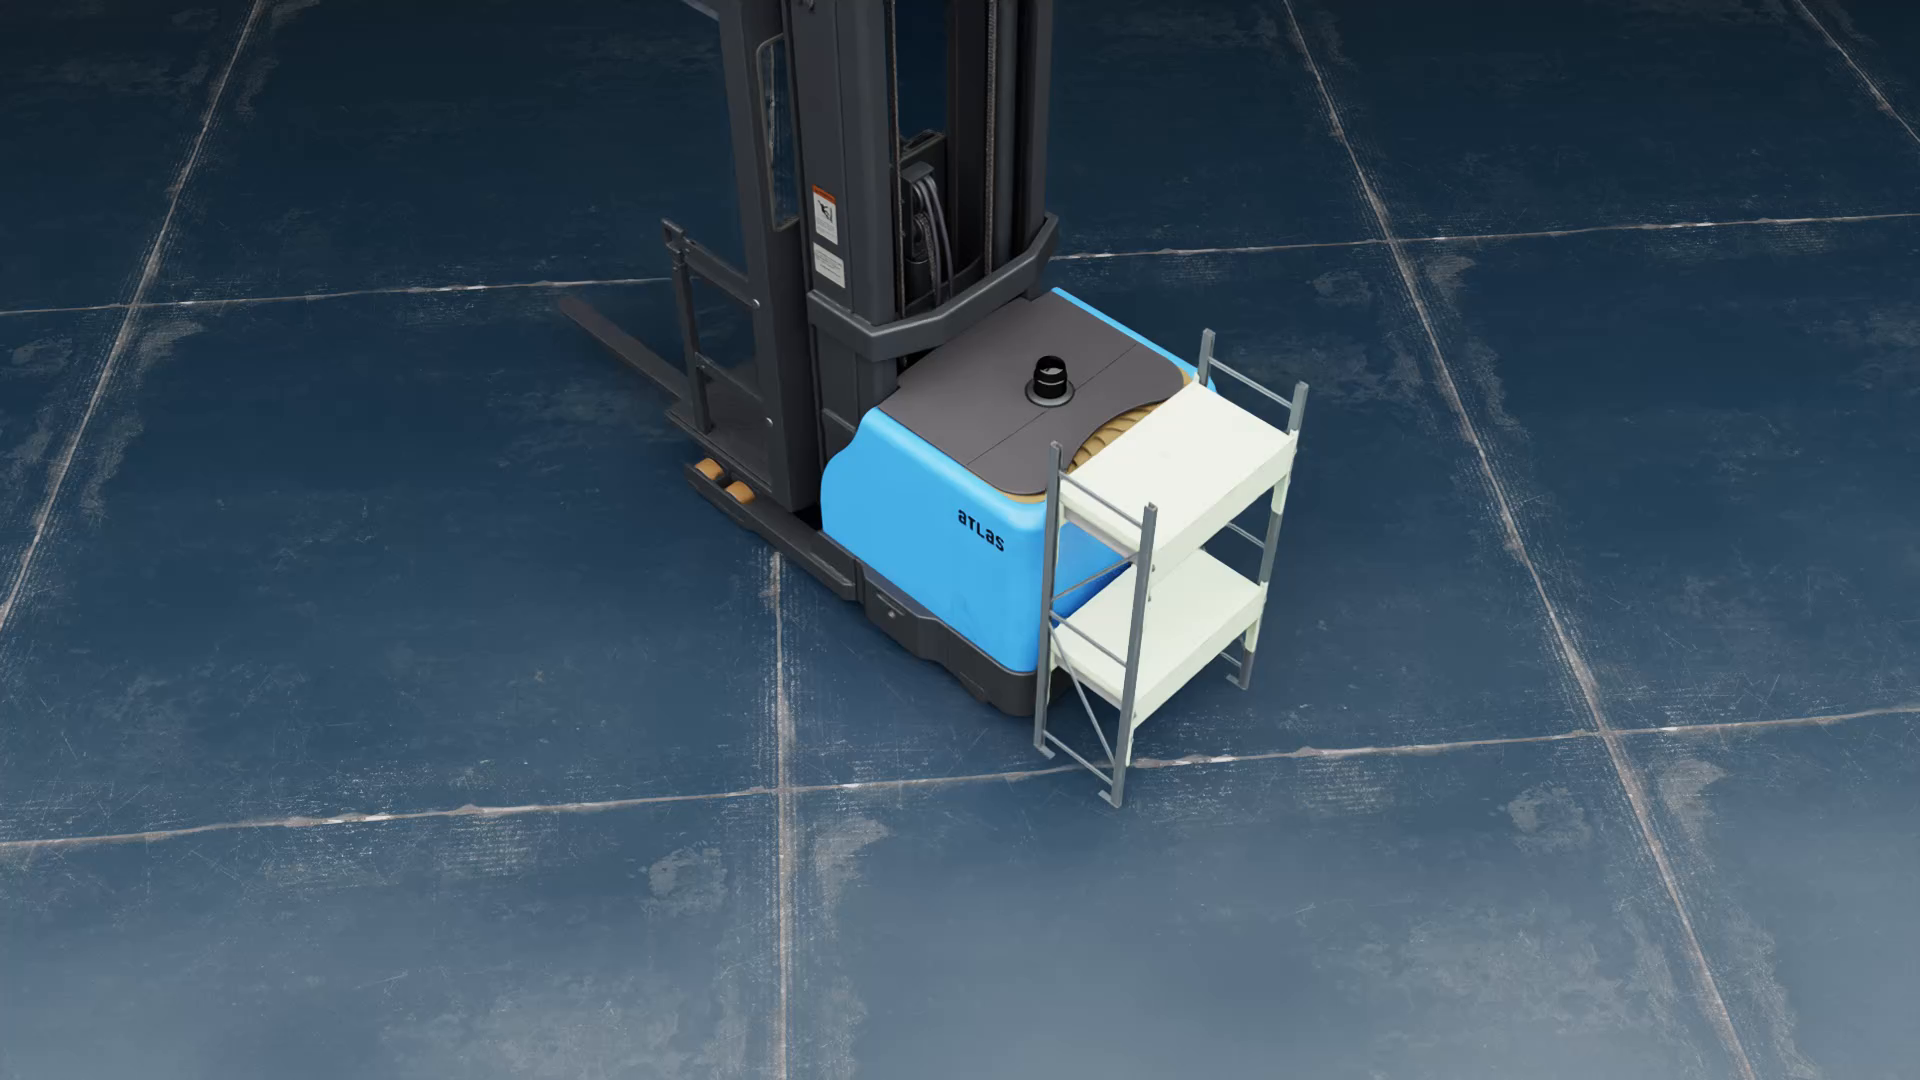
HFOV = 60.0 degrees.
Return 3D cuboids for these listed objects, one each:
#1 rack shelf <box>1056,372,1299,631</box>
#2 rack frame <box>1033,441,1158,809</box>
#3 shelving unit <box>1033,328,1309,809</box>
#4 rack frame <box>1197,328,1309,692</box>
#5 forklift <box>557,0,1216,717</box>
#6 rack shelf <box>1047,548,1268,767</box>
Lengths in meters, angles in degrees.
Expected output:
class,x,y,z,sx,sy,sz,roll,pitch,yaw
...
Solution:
class,x,y,z,sx,sy,sz,roll,pitch,yaw
rack shelf,0.673,-0.134,5.306,0.431,0.370,0.720,35,56,29
rack frame,0.418,0.326,5.409,0.400,1.500,0.023,35,56,29
shelving unit,0.673,0.135,5.589,0.431,1.500,0.755,35,56,29
rack frame,0.927,-0.056,5.770,0.400,1.500,0.023,35,56,29
forklift,-0.491,-1.324,5.985,3.031,2.935,1.130,35,56,29
rack shelf,0.673,0.359,5.826,0.431,0.370,0.720,35,56,29
